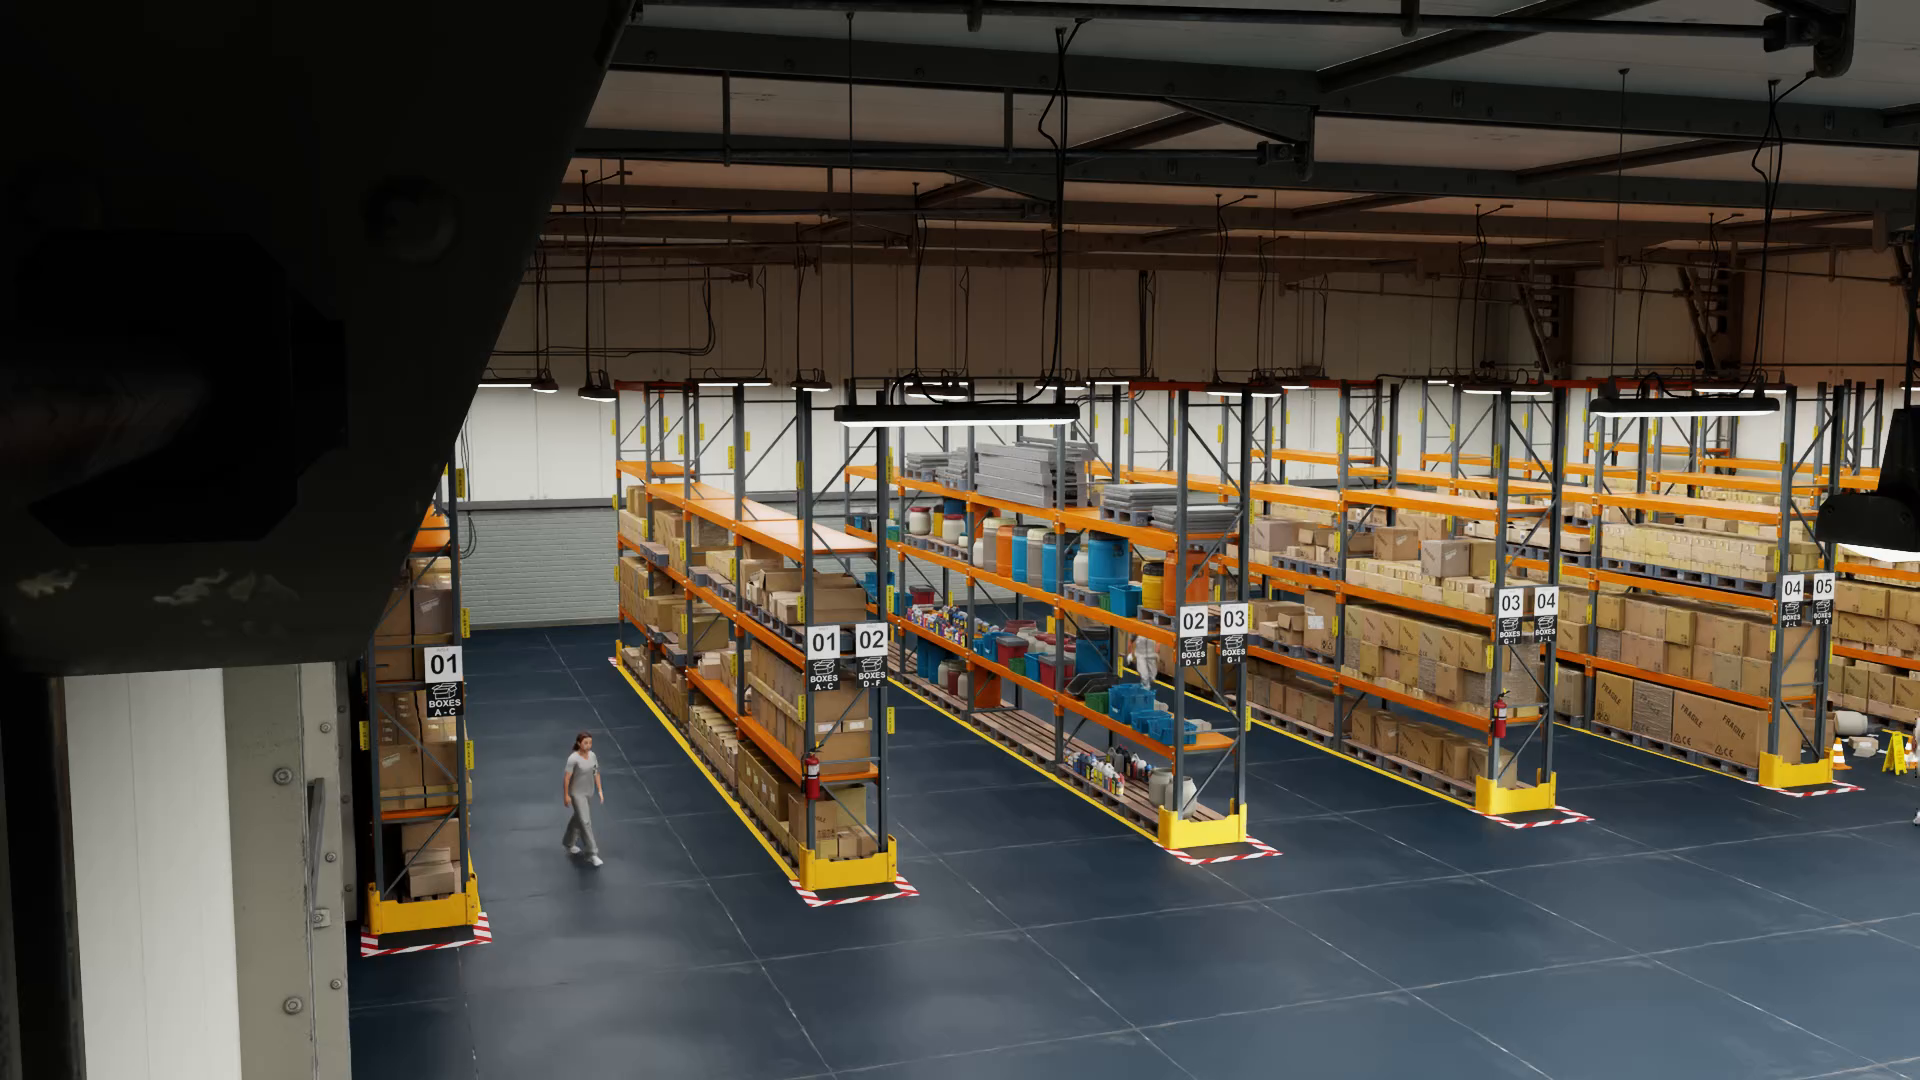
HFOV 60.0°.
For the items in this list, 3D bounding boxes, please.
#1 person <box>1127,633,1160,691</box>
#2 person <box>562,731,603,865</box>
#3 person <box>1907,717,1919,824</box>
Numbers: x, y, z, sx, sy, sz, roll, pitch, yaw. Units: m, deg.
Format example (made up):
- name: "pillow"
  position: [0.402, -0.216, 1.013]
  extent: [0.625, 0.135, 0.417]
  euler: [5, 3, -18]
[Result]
- name: "person"
  position: [3.454, 2.184, 31.306]
  extent: [0.592, 1.698, 0.796]
  euler: [-1, 6, -8]
- name: "person"
  position: [-4.795, 3.252, 21.244]
  extent: [0.928, 1.624, 0.487]
  euler: [4, 7, 30]
- name: "person"
  position: [13.468, 3.030, 23.013]
  extent: [1.027, 1.749, 0.619]
  euler: [-4, 7, -31]
